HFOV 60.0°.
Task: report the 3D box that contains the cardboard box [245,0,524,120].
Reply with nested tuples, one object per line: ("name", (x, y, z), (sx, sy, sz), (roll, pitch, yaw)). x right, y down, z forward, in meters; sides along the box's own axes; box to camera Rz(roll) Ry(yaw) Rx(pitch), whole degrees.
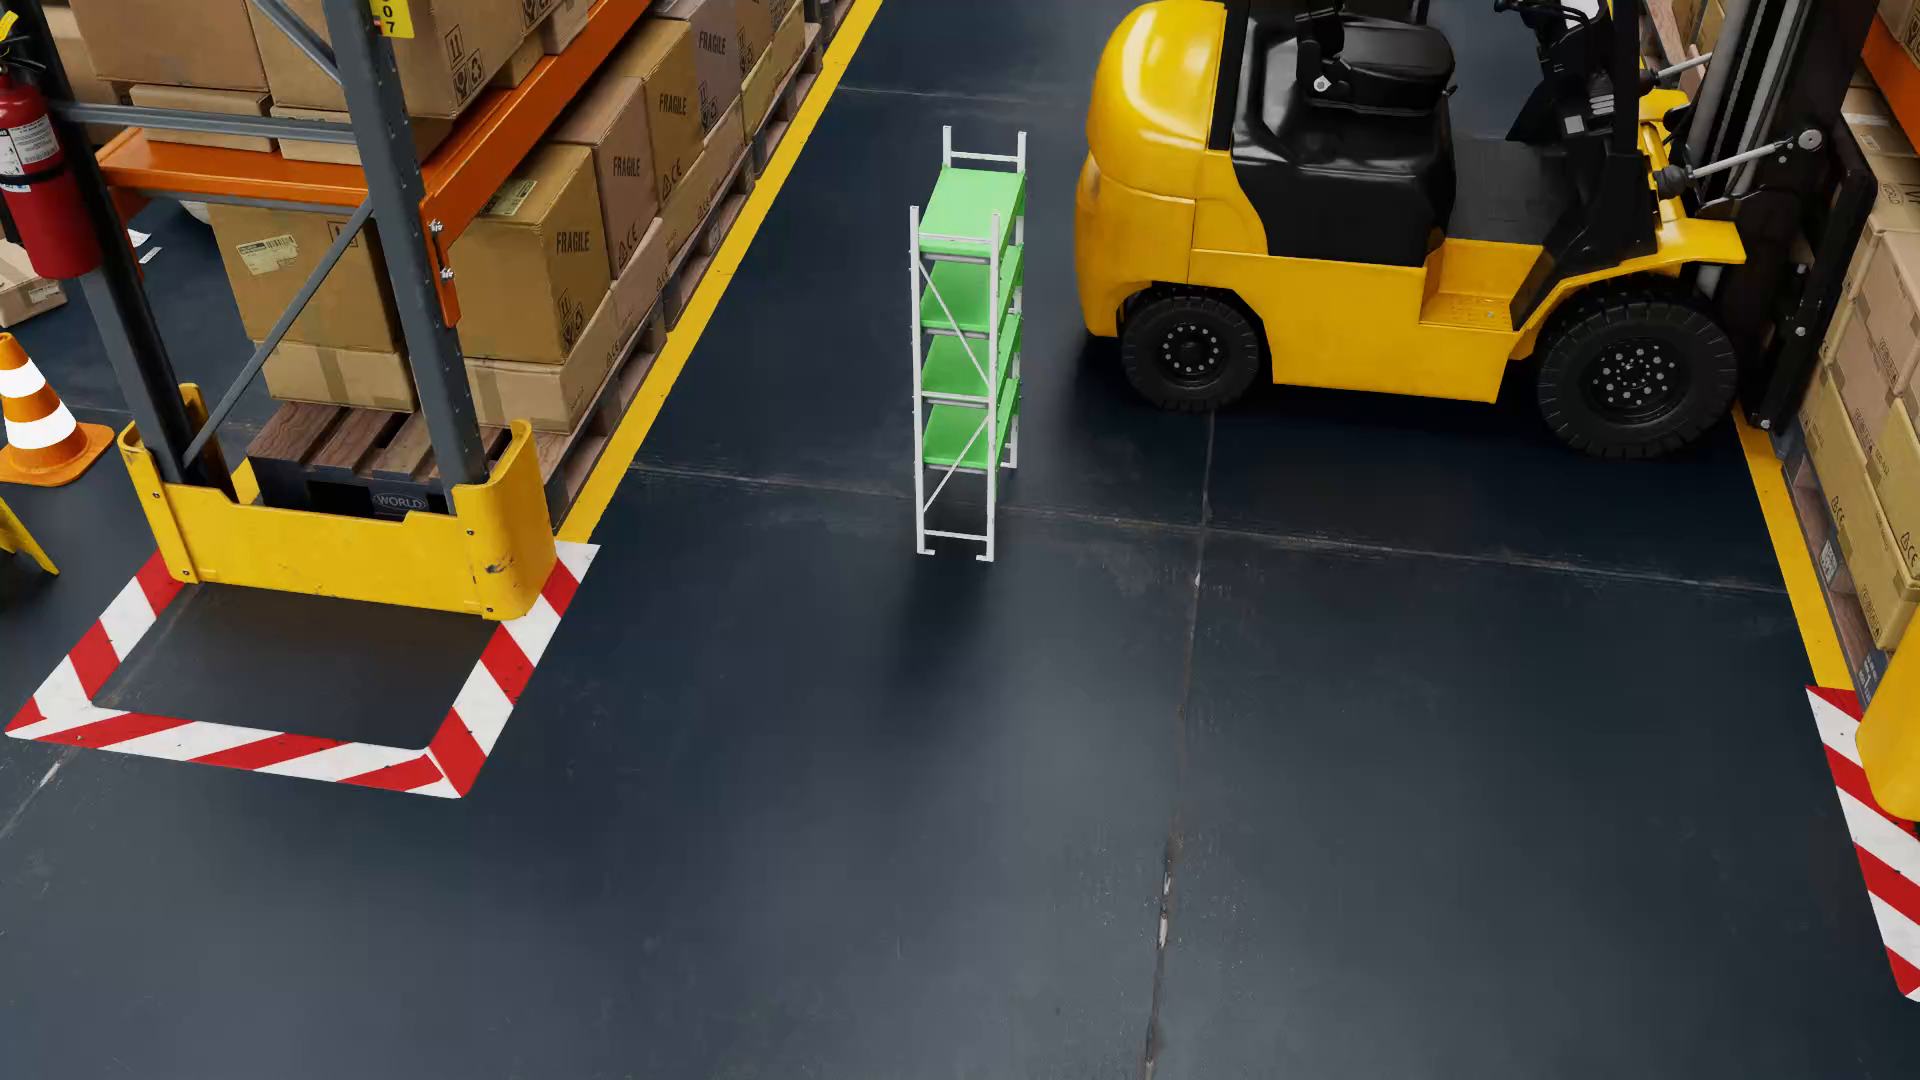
("cardboard box", (-1.506, -1.453, 4.341), (0.500, 0.500, 0.500), (6, 40, 7))

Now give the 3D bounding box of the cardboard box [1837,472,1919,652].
("cardboard box", (2.799, 0.080, 4.627), (0.500, 0.250, 0.500), (7, 40, 8))

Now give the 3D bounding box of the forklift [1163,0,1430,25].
("forklift", (1.516, -3.177, 6.793), (1.130, 2.935, 3.031), (3, 40, 4))

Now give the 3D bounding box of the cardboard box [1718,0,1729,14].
("cardboard box", (3.328, -2.217, 6.621), (0.500, 0.250, 0.500), (6, 40, 7))

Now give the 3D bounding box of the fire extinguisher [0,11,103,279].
("fire extinguisher", (-2.334, -0.982, 4.145), (0.296, 0.674, 0.183), (6, 40, 8))

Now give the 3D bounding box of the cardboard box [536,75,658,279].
("cardboard box", (-1.359, -1.244, 5.640), (0.500, 0.500, 0.500), (5, 40, 6))

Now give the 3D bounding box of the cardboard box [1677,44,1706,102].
("cardboard box", (3.311, -1.833, 6.942), (0.500, 0.250, 0.500), (7, 40, 8))

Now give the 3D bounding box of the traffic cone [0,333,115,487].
("traffic cone", (-3.057, -0.467, 5.452), (0.336, 0.463, 0.334), (6, 40, 8))

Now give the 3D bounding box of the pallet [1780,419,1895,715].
("pallet", (3.120, 0.102, 4.961), (1.003, 0.211, 1.213), (6, 40, 8))

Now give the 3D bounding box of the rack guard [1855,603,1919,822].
("rack guard", (3.025, 0.490, 4.265), (1.175, 0.500, 0.348), (6, 40, 8))

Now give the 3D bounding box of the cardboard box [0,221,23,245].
("cardboard box", (-4.050, -1.452, 6.612), (0.797, 0.503, 0.637), (-20, 44, -23))

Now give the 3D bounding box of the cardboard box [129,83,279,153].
("cardboard box", (-2.007, -1.195, 4.538), (0.380, 0.149, 0.250), (8, 40, 9))

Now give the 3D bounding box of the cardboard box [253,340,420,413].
("cardboard box", (-1.982, -0.687, 5.555), (0.500, 0.250, 0.500), (6, 40, 7))

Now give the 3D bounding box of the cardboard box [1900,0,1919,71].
("cardboard box", (3.042, -1.511, 4.645), (0.500, 0.500, 0.500), (6, 40, 7))

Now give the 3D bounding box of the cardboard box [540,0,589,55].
("cardboard box", (-1.353, -1.598, 5.026), (0.380, 0.149, 0.250), (7, 40, 8))

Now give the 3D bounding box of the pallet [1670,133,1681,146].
("pallet", (3.542, -1.429, 6.813), (1.003, 0.211, 1.213), (6, 40, 8))

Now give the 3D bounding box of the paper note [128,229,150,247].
("paper note", (-3.363, -1.214, 6.703), (0.148, 0.019, 0.142), (20, 44, 23))

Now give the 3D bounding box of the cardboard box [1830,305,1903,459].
("cardboard box", (2.902, -0.436, 4.860), (0.500, 0.250, 0.500), (6, 40, 7))

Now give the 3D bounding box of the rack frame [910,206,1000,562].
("rack frame", (-0.014, -0.413, 4.808), (0.240, 1.200, 0.015), (6, 40, 8))

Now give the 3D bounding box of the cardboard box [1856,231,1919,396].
("cardboard box", (2.884, -0.620, 4.690), (0.500, 0.250, 0.500), (7, 40, 8))

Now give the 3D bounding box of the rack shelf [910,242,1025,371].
("rack shelf", (0.029, -0.702, 4.881), (0.258, 0.148, 0.480), (6, 40, 8))

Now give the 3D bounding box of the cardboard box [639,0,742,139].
("cardboard box", (-1.180, -1.894, 6.426), (0.500, 0.500, 0.500), (8, 40, 10))

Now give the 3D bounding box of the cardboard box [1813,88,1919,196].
("cardboard box", (3.056, -1.255, 5.458), (0.500, 0.250, 0.500), (6, 40, 7))

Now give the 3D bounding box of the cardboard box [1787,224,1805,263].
("cardboard box", (3.061, -1.076, 5.634), (0.500, 0.250, 0.500), (6, 40, 8))

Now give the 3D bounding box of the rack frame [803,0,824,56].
("rack frame", (-1.169, -3.543, 7.182), (1.000, 3.000, 0.127), (6, 40, 8))

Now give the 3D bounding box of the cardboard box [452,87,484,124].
("cardboard box", (-1.569, -1.287, 4.649), (0.380, 0.149, 0.250), (7, 40, 8))

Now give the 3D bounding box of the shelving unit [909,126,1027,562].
("shelving unit", (0.029, -0.566, 4.993), (0.258, 1.200, 0.503), (6, 40, 8))

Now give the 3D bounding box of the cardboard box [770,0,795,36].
("cardboard box", (-1.007, -2.534, 7.200), (0.500, 0.500, 0.500), (6, 40, 7))

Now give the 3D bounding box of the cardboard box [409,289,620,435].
("cardboard box", (-1.449, -0.611, 5.463), (0.500, 0.250, 0.500), (6, 40, 7))

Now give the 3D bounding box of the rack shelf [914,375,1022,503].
("rack shelf", (0.029, -0.332, 5.187), (0.258, 0.148, 0.480), (6, 40, 8))

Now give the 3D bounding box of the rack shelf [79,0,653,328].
("rack shelf", (-1.515, -2.011, 5.893), (1.077, 0.370, 4.000), (6, 40, 8))

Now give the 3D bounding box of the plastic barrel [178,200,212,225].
("plastic barrel", (-2.994, -1.503, 6.736), (0.421, 0.421, 0.512), (-28, 47, -30))

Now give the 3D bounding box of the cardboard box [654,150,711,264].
("cardboard box", (-1.271, -1.274, 6.266), (0.500, 0.250, 0.500), (9, 40, 11))

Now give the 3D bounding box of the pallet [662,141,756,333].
("pallet", (-1.459, -1.275, 6.627), (1.003, 0.211, 1.213), (6, 40, 8))

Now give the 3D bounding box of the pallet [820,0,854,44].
("pallet", (-1.035, -2.957, 8.661), (1.003, 0.211, 1.213), (6, 40, 8))

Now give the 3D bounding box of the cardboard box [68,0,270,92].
("cardboard box", (-2.038, -1.557, 4.468), (0.500, 0.500, 0.500), (6, 40, 7))

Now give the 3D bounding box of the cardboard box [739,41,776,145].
("cardboard box", (-1.088, -1.910, 7.034), (0.500, 0.250, 0.500), (5, 40, 6))

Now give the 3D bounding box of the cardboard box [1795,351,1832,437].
("cardboard box", (2.990, -0.544, 5.382), (0.500, 0.250, 0.500), (7, 40, 8))

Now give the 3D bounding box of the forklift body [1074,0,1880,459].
("forklift body", (1.560, -1.552, 5.439), (2.313, 2.155, 1.214), (6, 40, 8))
